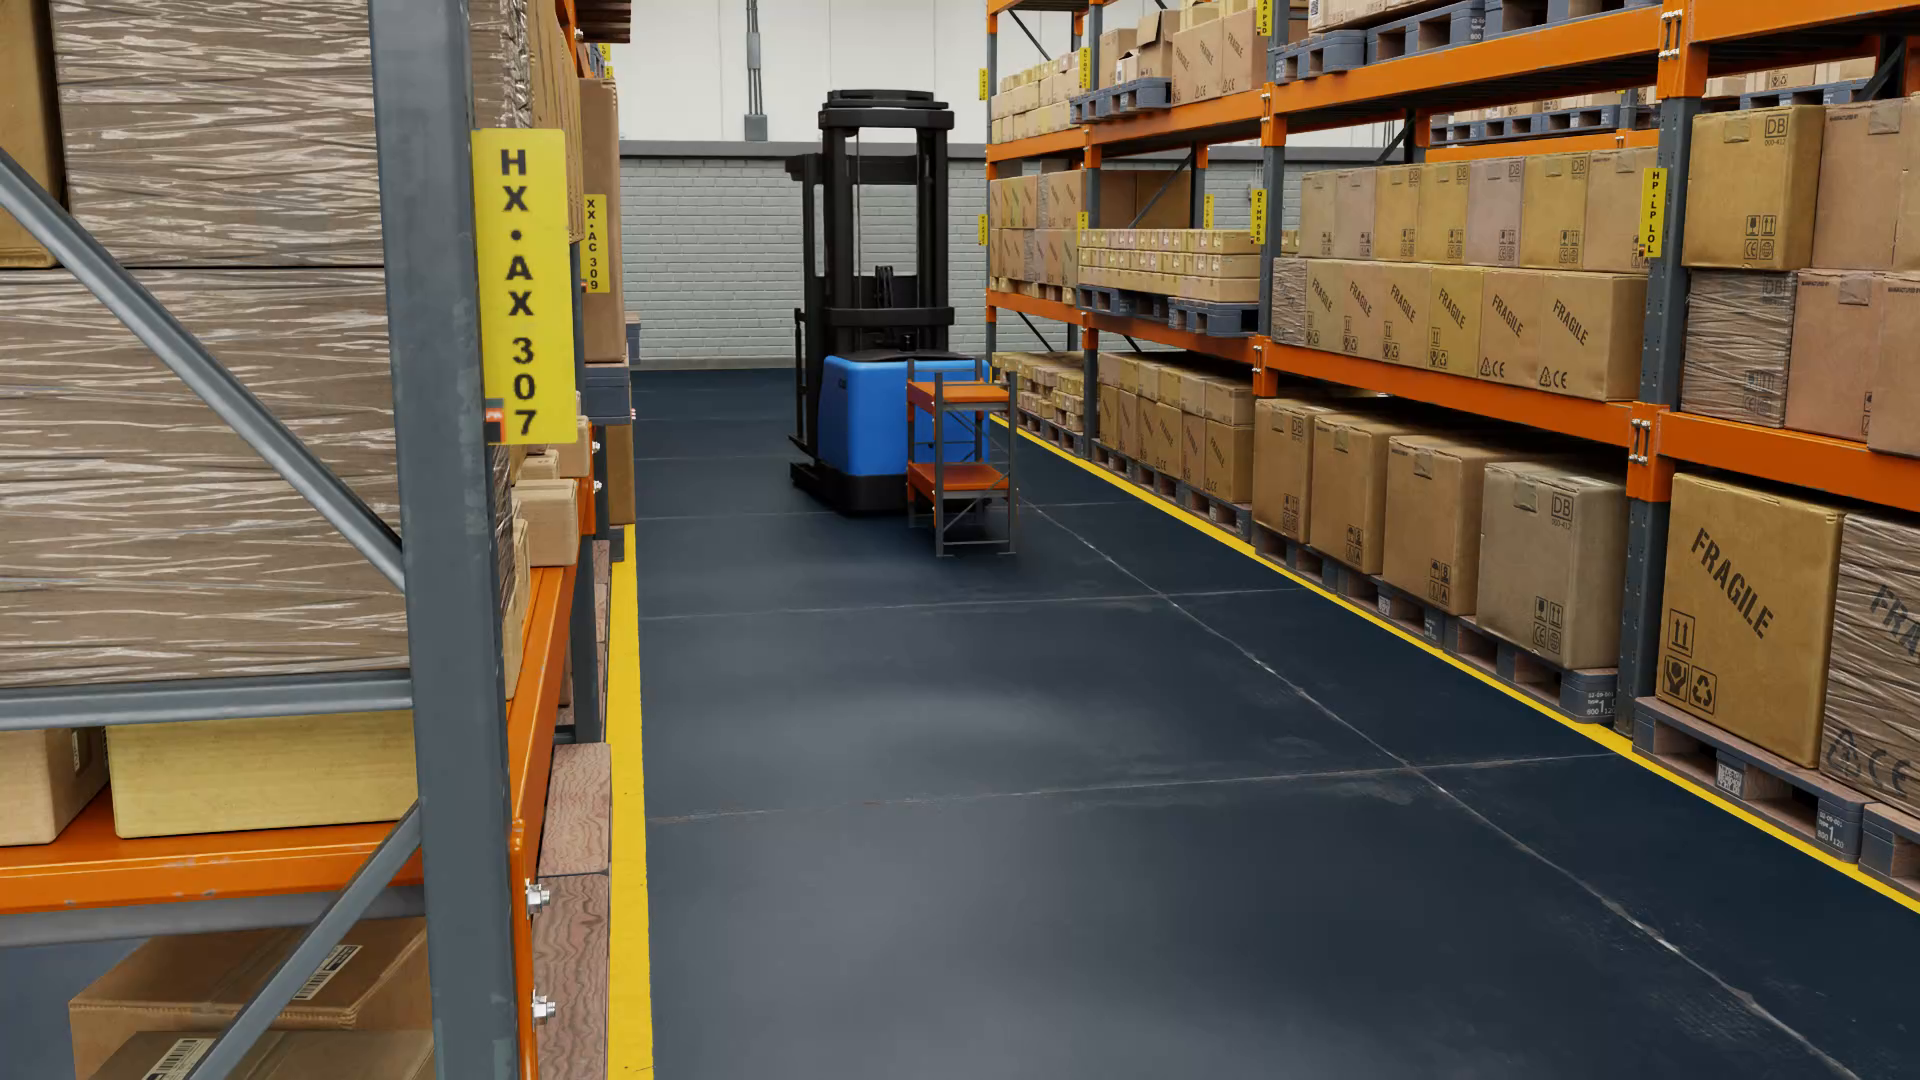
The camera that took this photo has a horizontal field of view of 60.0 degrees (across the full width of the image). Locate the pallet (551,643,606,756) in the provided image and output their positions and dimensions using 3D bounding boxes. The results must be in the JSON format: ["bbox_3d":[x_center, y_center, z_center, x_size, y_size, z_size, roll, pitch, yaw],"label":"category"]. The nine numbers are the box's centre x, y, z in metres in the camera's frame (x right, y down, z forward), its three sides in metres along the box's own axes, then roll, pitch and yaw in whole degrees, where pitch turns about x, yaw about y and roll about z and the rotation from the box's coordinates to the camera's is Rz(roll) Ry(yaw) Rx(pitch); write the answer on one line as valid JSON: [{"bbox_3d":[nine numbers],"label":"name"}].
[{"bbox_3d":[-1.921,0.676,6.579,1.003,0.211,1.213,-2,11,-11],"label":"pallet"}]

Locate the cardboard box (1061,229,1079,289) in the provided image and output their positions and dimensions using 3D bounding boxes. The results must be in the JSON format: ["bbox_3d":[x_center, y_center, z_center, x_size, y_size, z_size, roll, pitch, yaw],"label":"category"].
[{"bbox_3d":[1.190,-2.454,14.503,0.500,0.500,0.500,-2,11,-11],"label":"cardboard box"}]

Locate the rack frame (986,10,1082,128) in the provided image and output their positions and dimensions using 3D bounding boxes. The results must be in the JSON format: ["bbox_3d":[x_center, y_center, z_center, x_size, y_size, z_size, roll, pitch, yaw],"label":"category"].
[{"bbox_3d":[0.783,-5.861,17.421,1.000,3.000,0.127,-2,11,-11],"label":"rack frame"}]

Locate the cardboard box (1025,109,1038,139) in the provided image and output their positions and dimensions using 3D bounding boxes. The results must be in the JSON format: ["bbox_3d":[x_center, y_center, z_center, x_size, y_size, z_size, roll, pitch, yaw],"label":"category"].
[{"bbox_3d":[0.921,-3.936,15.733,0.500,0.250,0.500,-2,11,-11],"label":"cardboard box"}]

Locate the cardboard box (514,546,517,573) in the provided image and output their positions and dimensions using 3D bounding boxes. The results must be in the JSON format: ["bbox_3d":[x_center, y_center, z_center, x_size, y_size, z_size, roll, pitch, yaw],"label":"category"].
[{"bbox_3d":[-0.944,0.107,2.783,0.380,0.149,0.250,-2,11,-11],"label":"cardboard box"}]

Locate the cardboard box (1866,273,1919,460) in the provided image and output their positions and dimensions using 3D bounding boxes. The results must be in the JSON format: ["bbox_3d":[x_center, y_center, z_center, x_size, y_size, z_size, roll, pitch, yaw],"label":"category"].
[{"bbox_3d":[3.319,-0.516,4.983,0.875,0.550,0.550,-2,11,-11],"label":"cardboard box"}]

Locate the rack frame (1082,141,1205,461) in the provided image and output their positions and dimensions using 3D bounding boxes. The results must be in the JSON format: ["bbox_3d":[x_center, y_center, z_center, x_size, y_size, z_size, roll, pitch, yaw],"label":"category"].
[{"bbox_3d":[1.561,-2.180,14.128,1.000,3.000,0.127,-2,11,-11],"label":"rack frame"}]

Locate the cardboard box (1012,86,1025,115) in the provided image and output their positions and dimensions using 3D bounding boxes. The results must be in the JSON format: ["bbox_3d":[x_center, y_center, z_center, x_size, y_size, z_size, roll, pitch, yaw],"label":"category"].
[{"bbox_3d":[0.803,-4.280,16.204,0.500,0.250,0.500,-2,11,-10],"label":"cardboard box"}]

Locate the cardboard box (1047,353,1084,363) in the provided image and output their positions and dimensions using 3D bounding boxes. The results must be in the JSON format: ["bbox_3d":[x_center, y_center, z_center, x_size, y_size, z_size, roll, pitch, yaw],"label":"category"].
[{"bbox_3d":[1.127,-1.876,17.439,0.380,0.149,0.250,-2,11,-10],"label":"cardboard box"}]

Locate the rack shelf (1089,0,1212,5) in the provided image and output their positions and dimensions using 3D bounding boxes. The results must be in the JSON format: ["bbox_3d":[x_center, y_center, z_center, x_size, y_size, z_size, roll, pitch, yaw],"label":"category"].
[{"bbox_3d":[1.950,-4.210,11.744,1.077,0.370,4.000,-2,11,-11],"label":"rack shelf"}]

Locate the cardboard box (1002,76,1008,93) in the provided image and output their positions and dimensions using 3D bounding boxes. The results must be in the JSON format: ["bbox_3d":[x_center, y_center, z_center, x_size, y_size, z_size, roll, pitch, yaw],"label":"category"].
[{"bbox_3d":[0.636,-4.587,16.751,0.380,0.149,0.250,-2,11,-11],"label":"cardboard box"}]

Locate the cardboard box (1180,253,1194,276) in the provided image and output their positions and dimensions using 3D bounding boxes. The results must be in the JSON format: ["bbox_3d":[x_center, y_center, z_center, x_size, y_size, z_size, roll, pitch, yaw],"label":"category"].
[{"bbox_3d":[1.689,-1.846,11.129,0.380,0.149,0.250,-2,11,-10],"label":"cardboard box"}]

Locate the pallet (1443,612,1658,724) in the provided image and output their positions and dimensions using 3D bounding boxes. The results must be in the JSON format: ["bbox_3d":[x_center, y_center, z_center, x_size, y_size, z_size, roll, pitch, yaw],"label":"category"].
[{"bbox_3d":[2.893,0.518,7.409,1.003,0.211,1.213,-2,11,-11],"label":"pallet"}]

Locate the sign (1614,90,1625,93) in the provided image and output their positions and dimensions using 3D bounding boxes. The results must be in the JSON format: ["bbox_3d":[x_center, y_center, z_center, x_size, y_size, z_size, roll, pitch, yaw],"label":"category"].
[{"bbox_3d":[5.853,-4.124,14.727,0.100,0.325,0.005,-2,11,-11],"label":"sign"}]

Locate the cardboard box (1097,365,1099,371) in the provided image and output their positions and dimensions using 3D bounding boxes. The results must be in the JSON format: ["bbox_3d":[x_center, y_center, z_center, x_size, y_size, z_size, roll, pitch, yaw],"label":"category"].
[{"bbox_3d":[1.428,-1.590,15.936,0.380,0.149,0.250,-3,11,-13],"label":"cardboard box"}]

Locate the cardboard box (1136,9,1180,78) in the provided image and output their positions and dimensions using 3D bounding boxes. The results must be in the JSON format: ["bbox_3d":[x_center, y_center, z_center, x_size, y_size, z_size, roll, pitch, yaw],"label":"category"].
[{"bbox_3d":[1.733,-3.622,12.285,0.797,0.503,0.637,-2,11,-12],"label":"cardboard box"}]

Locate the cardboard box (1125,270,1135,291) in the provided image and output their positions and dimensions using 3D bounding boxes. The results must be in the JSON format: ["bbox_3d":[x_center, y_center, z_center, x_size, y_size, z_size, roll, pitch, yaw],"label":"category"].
[{"bbox_3d":[1.446,-1.935,12.387,0.380,0.149,0.250,-2,11,-12],"label":"cardboard box"}]

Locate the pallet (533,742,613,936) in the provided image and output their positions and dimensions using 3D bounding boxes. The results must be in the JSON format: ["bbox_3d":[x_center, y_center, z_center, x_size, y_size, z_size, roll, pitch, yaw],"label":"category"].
[{"bbox_3d":[-1.602,0.941,5.189,1.003,0.211,1.213,-2,11,-11],"label":"pallet"}]

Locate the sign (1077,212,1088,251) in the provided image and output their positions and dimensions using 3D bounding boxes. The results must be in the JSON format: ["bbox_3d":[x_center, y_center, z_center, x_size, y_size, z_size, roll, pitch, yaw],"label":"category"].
[{"bbox_3d":[1.031,-2.584,13.936,0.100,0.325,0.005,-2,11,-11],"label":"sign"}]

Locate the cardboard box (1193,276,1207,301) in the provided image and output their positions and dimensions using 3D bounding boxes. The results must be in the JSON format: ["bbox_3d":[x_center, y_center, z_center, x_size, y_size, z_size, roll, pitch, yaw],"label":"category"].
[{"bbox_3d":[1.746,-1.649,10.885,0.380,0.149,0.250,-2,11,-11],"label":"cardboard box"}]

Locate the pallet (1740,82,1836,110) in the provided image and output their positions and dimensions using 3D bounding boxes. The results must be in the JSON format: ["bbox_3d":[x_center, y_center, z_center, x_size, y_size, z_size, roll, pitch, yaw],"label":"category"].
[{"bbox_3d":[6.777,-3.347,12.741,1.003,0.211,1.213,-2,11,-8],"label":"pallet"}]

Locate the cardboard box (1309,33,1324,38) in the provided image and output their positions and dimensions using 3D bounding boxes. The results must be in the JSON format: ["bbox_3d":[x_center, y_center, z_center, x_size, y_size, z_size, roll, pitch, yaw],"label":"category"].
[{"bbox_3d":[2.247,-2.985,9.615,0.380,0.149,0.250,-3,11,-13],"label":"cardboard box"}]

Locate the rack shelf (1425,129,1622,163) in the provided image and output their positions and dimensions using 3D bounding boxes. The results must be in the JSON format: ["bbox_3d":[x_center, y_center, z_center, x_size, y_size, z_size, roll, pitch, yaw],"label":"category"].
[{"bbox_3d":[6.008,-3.865,16.885,1.077,0.370,4.000,-2,11,-11],"label":"rack shelf"}]

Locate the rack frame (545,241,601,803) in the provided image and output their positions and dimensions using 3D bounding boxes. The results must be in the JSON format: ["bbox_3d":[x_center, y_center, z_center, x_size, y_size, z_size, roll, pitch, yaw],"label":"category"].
[{"bbox_3d":[-1.768,-0.551,5.568,1.000,3.000,0.127,-2,11,-11],"label":"rack frame"}]

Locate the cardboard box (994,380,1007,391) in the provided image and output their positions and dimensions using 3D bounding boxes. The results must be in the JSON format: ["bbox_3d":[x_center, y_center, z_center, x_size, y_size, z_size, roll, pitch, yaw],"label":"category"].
[{"bbox_3d":[0.571,-1.612,17.643,0.380,0.149,0.250,-2,11,-10],"label":"cardboard box"}]

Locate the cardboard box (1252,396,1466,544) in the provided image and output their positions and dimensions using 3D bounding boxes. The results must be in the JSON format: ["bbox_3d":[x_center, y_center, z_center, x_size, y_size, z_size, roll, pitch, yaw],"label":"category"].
[{"bbox_3d":[2.369,-0.433,9.840,1.050,0.750,0.750,-2,11,-12],"label":"cardboard box"}]

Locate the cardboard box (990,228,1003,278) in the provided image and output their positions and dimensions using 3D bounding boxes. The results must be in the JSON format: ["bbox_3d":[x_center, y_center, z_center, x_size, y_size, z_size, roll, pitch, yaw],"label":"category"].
[{"bbox_3d":[0.600,-3.016,17.459,0.500,0.500,0.500,-2,11,-8],"label":"cardboard box"}]

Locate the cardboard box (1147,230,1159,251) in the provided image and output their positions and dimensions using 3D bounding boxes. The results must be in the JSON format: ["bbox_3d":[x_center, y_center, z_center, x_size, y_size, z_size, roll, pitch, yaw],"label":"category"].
[{"bbox_3d":[1.545,-2.132,11.833,0.380,0.149,0.250,-2,11,-8],"label":"cardboard box"}]

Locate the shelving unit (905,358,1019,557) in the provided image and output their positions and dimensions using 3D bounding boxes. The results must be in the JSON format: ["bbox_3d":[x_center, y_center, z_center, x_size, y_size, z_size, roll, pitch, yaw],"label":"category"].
[{"bbox_3d":[-0.001,-0.554,10.598,0.538,1.125,1.048,-2,11,-11],"label":"shelving unit"}]

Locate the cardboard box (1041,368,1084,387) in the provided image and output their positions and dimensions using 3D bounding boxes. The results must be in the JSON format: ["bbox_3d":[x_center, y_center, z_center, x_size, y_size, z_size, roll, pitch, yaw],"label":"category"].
[{"bbox_3d":[0.976,-1.521,15.578,0.380,0.149,0.250,-3,11,-14],"label":"cardboard box"}]

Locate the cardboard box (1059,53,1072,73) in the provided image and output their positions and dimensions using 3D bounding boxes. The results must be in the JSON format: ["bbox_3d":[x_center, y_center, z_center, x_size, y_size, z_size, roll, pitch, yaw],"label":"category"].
[{"bbox_3d":[1.082,-4.160,14.506,0.380,0.149,0.250,-2,11,-11],"label":"cardboard box"}]

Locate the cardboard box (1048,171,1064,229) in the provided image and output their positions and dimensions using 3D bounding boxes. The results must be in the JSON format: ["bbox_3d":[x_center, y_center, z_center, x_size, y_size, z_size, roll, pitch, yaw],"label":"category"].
[{"bbox_3d":[1.099,-3.037,14.895,0.500,0.500,0.500,-2,11,-13],"label":"cardboard box"}]

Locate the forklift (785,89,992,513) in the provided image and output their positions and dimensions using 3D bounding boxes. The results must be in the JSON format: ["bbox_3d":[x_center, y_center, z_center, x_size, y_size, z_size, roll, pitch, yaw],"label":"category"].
[{"bbox_3d":[-0.694,-1.864,12.650,1.130,2.935,3.031,-3,11,-17],"label":"forklift"}]

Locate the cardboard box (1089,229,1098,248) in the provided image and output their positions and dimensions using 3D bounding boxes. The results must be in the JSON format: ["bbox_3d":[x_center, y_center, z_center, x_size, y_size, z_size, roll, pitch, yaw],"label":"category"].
[{"bbox_3d":[1.247,-2.415,13.321,0.380,0.149,0.250,-2,11,-9],"label":"cardboard box"}]

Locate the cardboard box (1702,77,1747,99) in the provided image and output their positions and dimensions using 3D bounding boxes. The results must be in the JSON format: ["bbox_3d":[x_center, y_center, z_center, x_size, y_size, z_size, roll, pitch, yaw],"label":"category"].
[{"bbox_3d":[6.300,-3.699,13.587,0.380,0.166,0.250,-3,11,-15],"label":"cardboard box"}]

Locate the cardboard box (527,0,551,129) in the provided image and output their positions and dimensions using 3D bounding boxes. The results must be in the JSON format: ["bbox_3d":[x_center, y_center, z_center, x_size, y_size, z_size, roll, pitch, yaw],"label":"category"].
[{"bbox_3d":[-0.920,-0.706,2.649,0.500,0.500,0.500,-2,11,-11],"label":"cardboard box"}]

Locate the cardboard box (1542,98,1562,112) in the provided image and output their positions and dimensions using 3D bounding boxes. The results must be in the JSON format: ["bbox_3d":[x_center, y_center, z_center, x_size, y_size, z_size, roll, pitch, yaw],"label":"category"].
[{"bbox_3d":[6.103,-4.404,16.125,0.797,0.503,0.637,-1,11,-7],"label":"cardboard box"}]

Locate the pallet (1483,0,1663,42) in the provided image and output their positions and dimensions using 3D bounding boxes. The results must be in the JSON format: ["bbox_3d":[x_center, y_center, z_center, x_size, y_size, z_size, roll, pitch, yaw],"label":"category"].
[{"bbox_3d":[2.891,-2.259,7.030,0.805,0.209,1.217,-3,11,-13],"label":"pallet"}]

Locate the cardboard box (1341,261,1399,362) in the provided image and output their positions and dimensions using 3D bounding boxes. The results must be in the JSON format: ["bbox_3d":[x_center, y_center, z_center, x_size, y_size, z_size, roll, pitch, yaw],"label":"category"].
[{"bbox_3d":[2.361,-1.218,8.804,0.500,0.500,0.500,-2,11,-11],"label":"cardboard box"}]

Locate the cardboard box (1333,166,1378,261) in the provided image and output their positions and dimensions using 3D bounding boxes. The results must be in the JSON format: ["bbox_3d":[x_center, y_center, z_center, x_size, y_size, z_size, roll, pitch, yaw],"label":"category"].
[{"bbox_3d":[2.516,-1.811,9.249,0.700,0.500,0.500,-2,11,-12],"label":"cardboard box"}]

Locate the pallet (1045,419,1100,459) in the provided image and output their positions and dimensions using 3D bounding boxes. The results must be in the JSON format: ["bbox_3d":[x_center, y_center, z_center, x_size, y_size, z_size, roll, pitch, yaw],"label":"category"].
[{"bbox_3d":[1.396,-0.932,15.029,1.003,0.211,1.213,-2,11,-11],"label":"pallet"}]

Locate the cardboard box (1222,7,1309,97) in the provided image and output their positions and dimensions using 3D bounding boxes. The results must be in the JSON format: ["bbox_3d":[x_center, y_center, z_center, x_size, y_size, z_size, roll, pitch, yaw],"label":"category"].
[{"bbox_3d":[1.979,-3.065,10.485,0.500,0.500,0.500,-2,11,-11],"label":"cardboard box"}]

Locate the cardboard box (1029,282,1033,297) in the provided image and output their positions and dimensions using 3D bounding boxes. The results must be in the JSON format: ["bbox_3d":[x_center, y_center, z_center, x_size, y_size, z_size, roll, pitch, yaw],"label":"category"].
[{"bbox_3d":[0.878,-2.435,16.137,0.380,0.149,0.250,-2,11,-9],"label":"cardboard box"}]

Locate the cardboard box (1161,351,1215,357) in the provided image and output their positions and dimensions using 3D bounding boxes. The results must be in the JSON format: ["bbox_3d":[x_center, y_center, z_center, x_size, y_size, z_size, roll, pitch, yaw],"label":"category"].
[{"bbox_3d":[1.954,-1.399,13.583,0.500,0.250,0.500,-2,11,-13],"label":"cardboard box"}]

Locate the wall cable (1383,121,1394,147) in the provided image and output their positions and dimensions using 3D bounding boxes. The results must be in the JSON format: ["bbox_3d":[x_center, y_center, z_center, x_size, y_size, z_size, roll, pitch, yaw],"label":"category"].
[{"bbox_3d":[7.715,-7.232,24.525,2.988,3.039,0.133,-2,11,-11],"label":"wall cable"}]

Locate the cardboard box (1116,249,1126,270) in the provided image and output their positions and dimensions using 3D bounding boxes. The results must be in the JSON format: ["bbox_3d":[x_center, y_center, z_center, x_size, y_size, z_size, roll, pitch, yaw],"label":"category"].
[{"bbox_3d":[1.395,-2.128,12.609,0.380,0.149,0.250,-2,11,-9],"label":"cardboard box"}]

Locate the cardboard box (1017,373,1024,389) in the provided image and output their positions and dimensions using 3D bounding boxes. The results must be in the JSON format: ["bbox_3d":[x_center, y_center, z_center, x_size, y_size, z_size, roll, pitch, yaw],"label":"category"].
[{"bbox_3d":[0.709,-1.615,16.866,0.380,0.149,0.250,-2,11,-9],"label":"cardboard box"}]

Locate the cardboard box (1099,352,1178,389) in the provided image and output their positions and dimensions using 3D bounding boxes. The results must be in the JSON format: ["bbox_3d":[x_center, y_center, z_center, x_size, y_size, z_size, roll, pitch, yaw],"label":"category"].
[{"bbox_3d":[1.446,-1.382,13.489,0.500,0.250,0.500,-3,11,-14],"label":"cardboard box"}]

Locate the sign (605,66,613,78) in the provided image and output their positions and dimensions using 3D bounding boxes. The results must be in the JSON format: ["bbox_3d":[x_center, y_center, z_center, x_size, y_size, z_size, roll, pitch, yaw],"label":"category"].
[{"bbox_3d":[-3.567,-4.639,16.866,0.100,0.325,0.005,-2,11,-11],"label":"sign"}]

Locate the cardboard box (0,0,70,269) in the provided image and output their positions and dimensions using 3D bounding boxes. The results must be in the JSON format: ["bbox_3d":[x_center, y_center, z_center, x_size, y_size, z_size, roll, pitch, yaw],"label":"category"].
[{"bbox_3d":[-1.339,-0.596,2.066,0.500,0.500,0.500,-2,11,-11],"label":"cardboard box"}]

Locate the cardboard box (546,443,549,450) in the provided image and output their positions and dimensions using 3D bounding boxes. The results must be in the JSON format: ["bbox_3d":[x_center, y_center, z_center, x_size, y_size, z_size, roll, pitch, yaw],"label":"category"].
[{"bbox_3d":[-1.243,-0.168,4.227,0.380,0.149,0.250,-2,11,-11],"label":"cardboard box"}]

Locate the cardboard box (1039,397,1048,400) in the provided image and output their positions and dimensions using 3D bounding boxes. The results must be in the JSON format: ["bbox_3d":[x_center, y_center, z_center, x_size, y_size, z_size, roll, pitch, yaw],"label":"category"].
[{"bbox_3d":[0.965,-1.285,15.929,0.380,0.149,0.250,-2,11,-10],"label":"cardboard box"}]

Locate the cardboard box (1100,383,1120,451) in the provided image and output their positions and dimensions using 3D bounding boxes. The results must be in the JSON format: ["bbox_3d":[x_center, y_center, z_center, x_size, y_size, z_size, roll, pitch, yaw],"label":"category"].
[{"bbox_3d":[1.445,-1.013,13.559,0.500,0.500,0.500,-2,11,-9],"label":"cardboard box"}]

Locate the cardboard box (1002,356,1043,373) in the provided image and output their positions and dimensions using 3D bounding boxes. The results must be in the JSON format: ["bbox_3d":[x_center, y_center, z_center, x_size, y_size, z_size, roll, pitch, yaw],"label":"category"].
[{"bbox_3d":[0.647,-1.806,17.074,0.380,0.149,0.250,-2,11,-11],"label":"cardboard box"}]

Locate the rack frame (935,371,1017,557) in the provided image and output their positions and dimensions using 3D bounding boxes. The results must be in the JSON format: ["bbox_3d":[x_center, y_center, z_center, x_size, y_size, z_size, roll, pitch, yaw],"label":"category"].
[{"bbox_3d":[0.098,-0.461,10.108,0.500,1.125,0.032,-2,11,-11],"label":"rack frame"}]
